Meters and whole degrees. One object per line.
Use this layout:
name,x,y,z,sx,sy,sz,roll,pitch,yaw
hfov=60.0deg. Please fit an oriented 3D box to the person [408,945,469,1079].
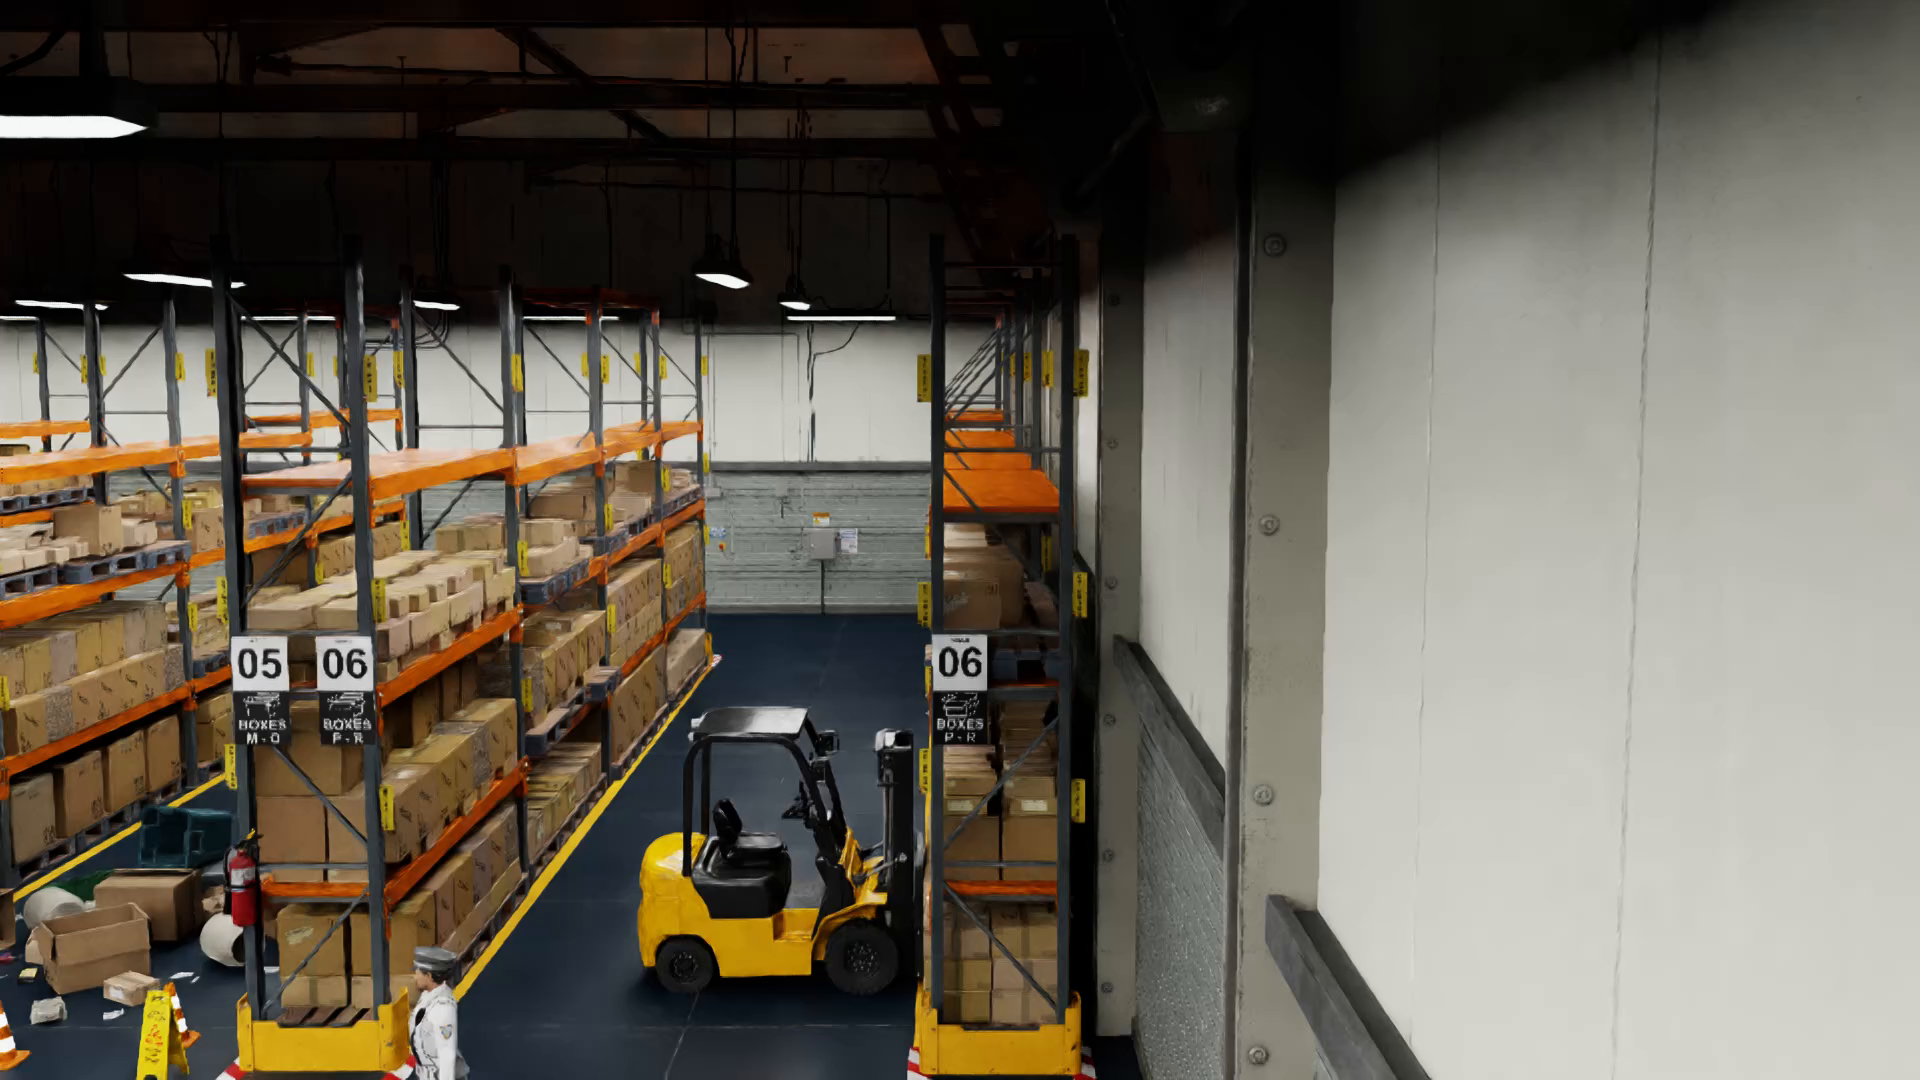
person,-3.045,3.249,10.005,0.522,1.664,0.569,-3,7,-27
